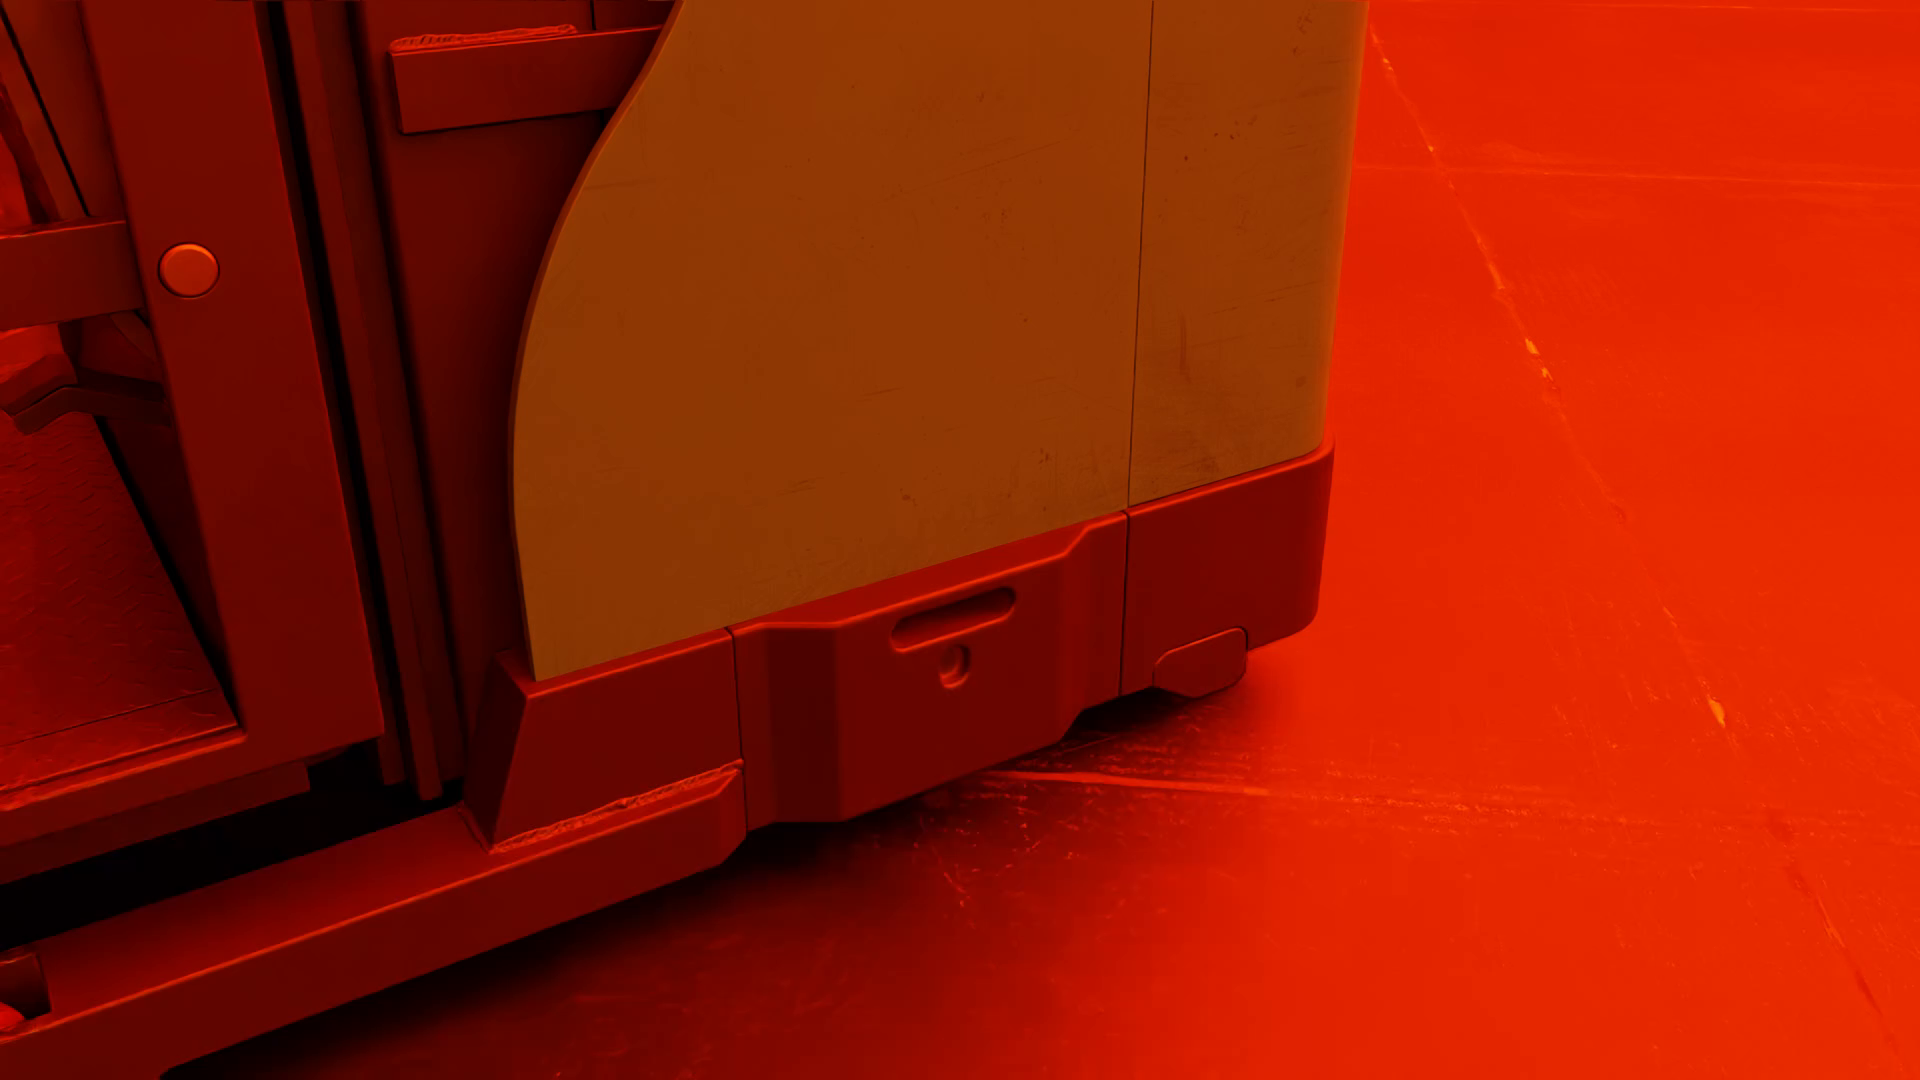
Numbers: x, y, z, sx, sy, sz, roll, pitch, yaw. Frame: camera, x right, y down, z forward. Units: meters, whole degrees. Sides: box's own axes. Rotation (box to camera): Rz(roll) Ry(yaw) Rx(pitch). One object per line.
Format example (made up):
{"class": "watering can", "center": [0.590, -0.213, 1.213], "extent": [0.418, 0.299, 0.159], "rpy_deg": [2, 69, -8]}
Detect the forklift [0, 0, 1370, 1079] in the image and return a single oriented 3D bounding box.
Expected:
{"class": "forklift", "center": [-1.050, -0.982, 1.185], "extent": [3.031, 2.935, 1.130], "rpy_deg": [-16, 31, -29]}
